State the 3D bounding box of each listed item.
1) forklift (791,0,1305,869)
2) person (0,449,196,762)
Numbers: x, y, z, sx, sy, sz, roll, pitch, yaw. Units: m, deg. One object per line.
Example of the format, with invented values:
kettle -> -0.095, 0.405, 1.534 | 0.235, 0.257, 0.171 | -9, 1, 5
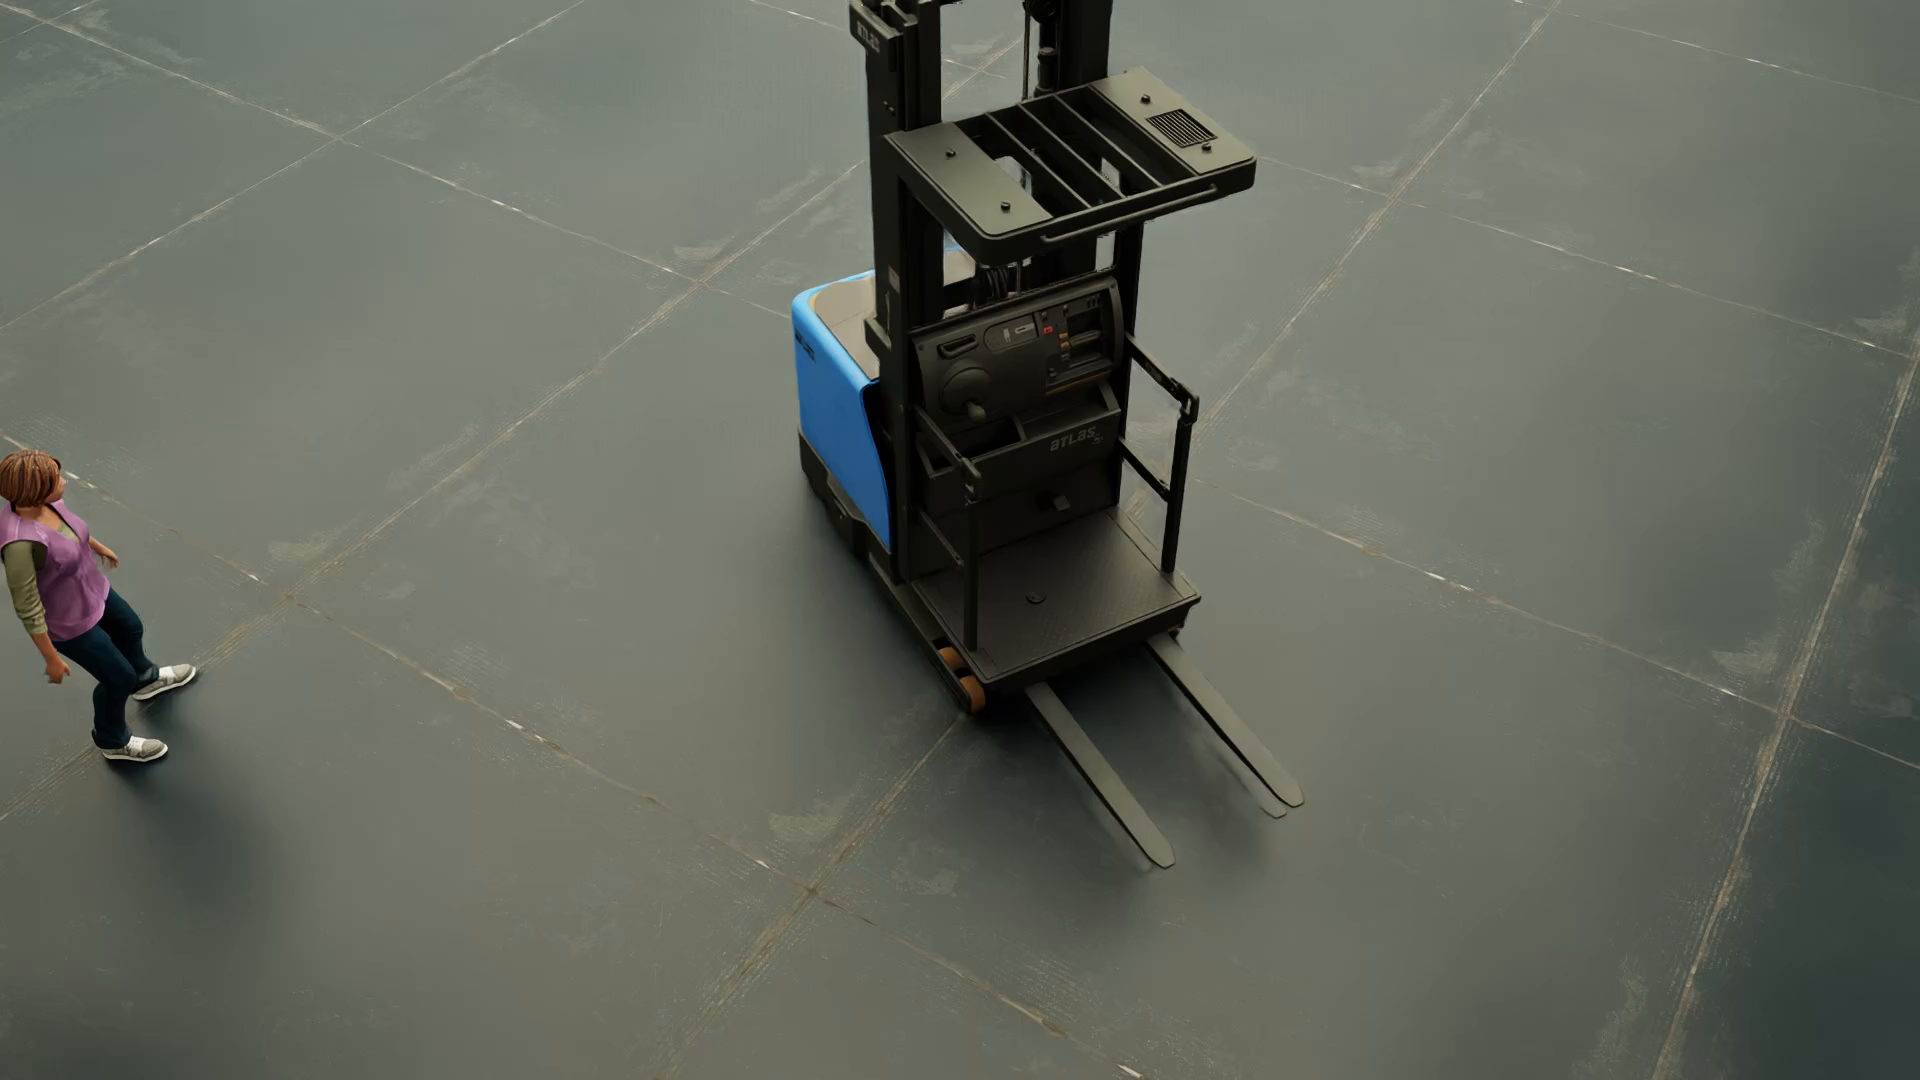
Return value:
forklift -> 0.351, -0.675, 6.560 | 1.130, 2.935, 3.031 | -20, 47, -20
person -> -3.478, 0.255, 6.572 | 0.344, 1.571, 0.680 | -8, 44, -8
